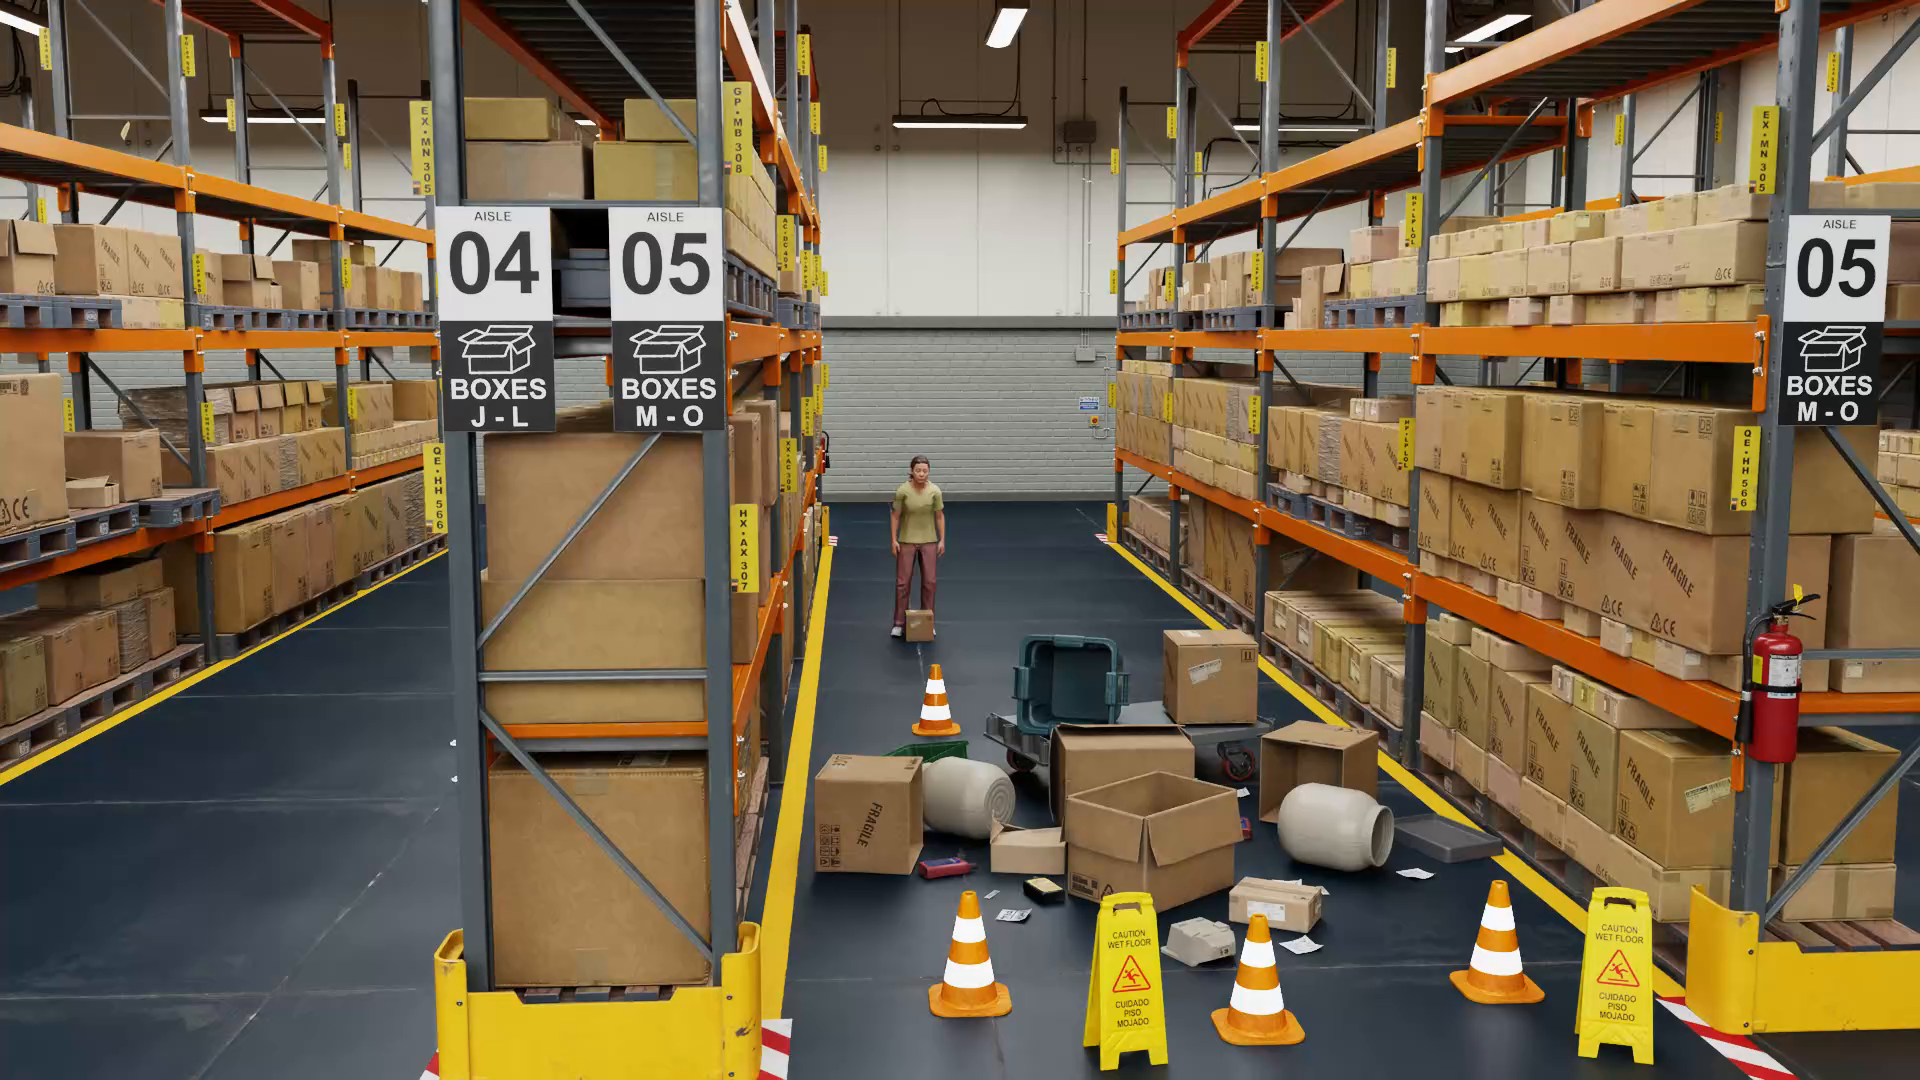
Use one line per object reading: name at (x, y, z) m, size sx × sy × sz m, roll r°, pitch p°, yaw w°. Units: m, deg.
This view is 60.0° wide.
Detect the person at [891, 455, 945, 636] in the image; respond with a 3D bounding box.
person at (-0.391, 0.047, 15.368) m, size 0.520 × 1.673 × 0.355 m, roll -1°, pitch 7°, yaw -7°
